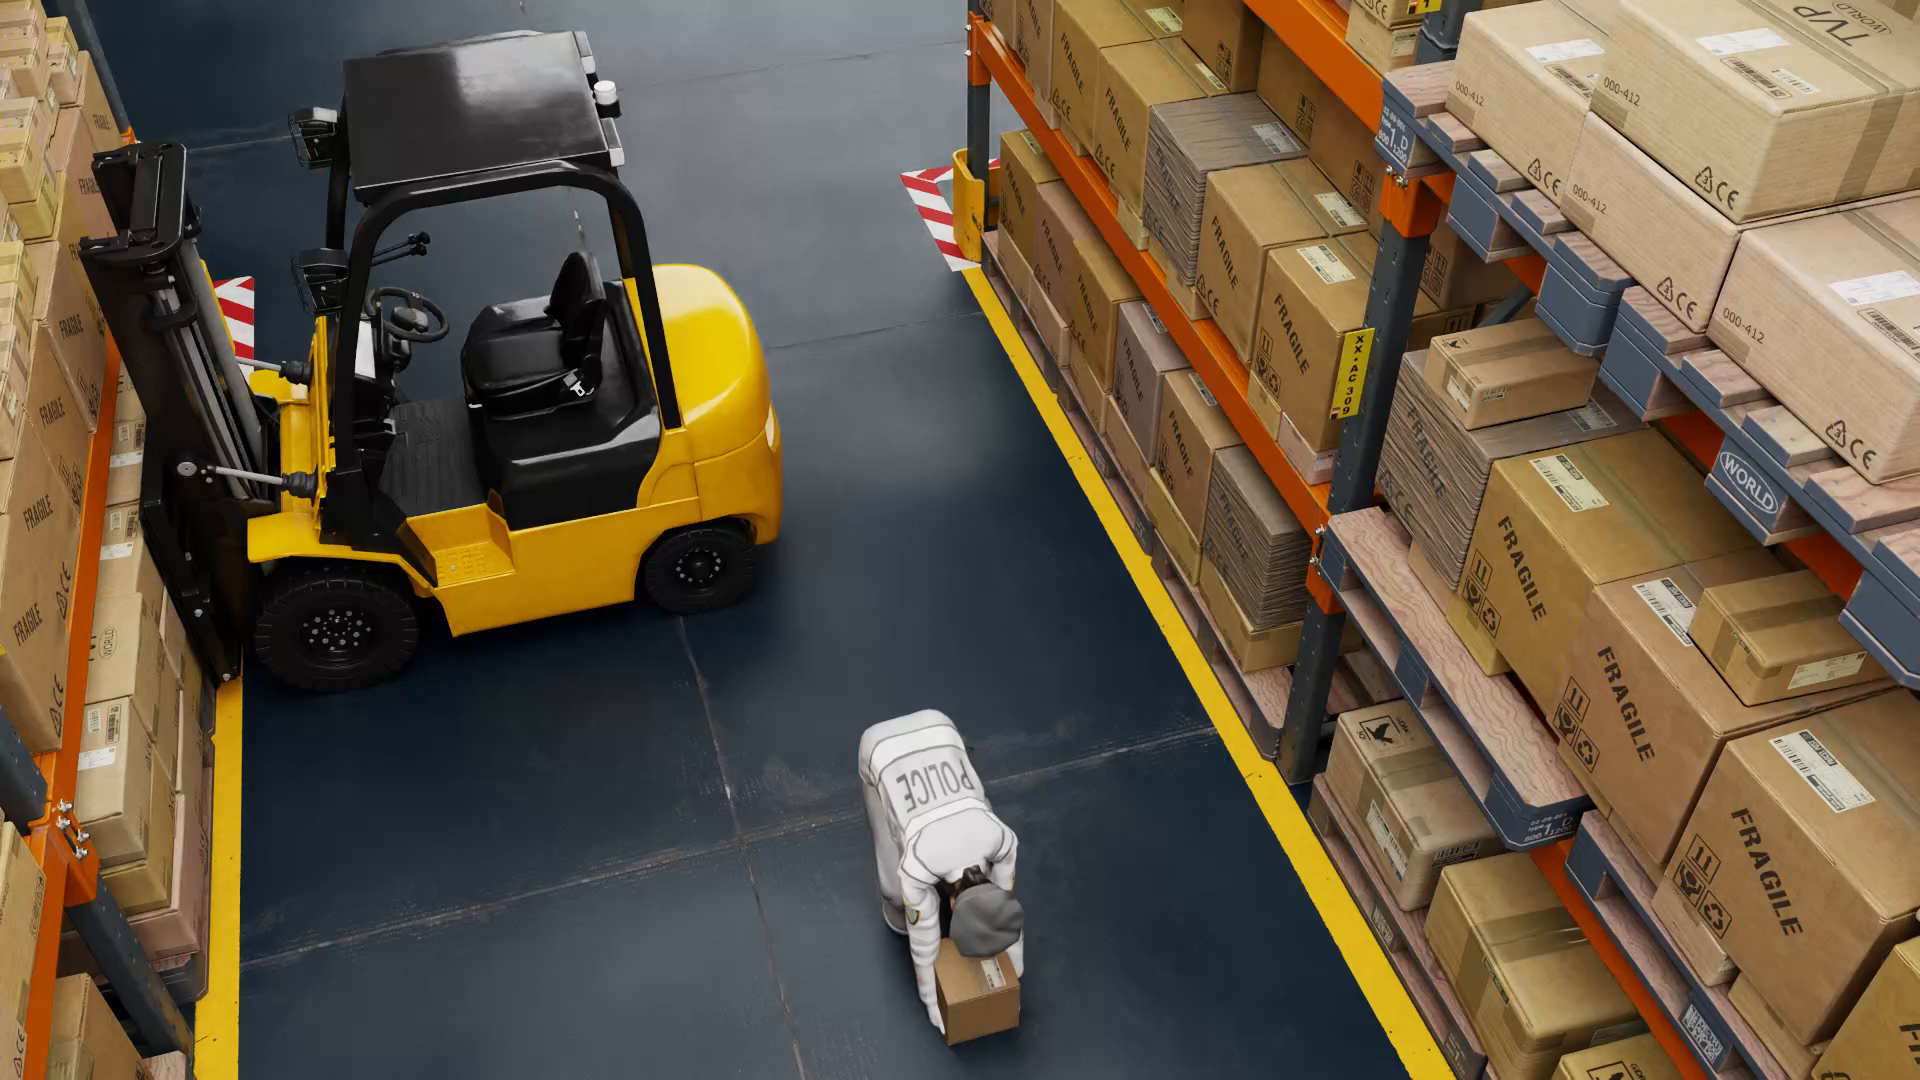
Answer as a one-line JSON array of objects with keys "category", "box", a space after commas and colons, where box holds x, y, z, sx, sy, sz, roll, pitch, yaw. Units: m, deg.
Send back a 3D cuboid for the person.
[{"category": "person", "box": [-0.058, 1.103, 5.617, 0.453, 0.813, 0.901, -13, 44, -14]}]
